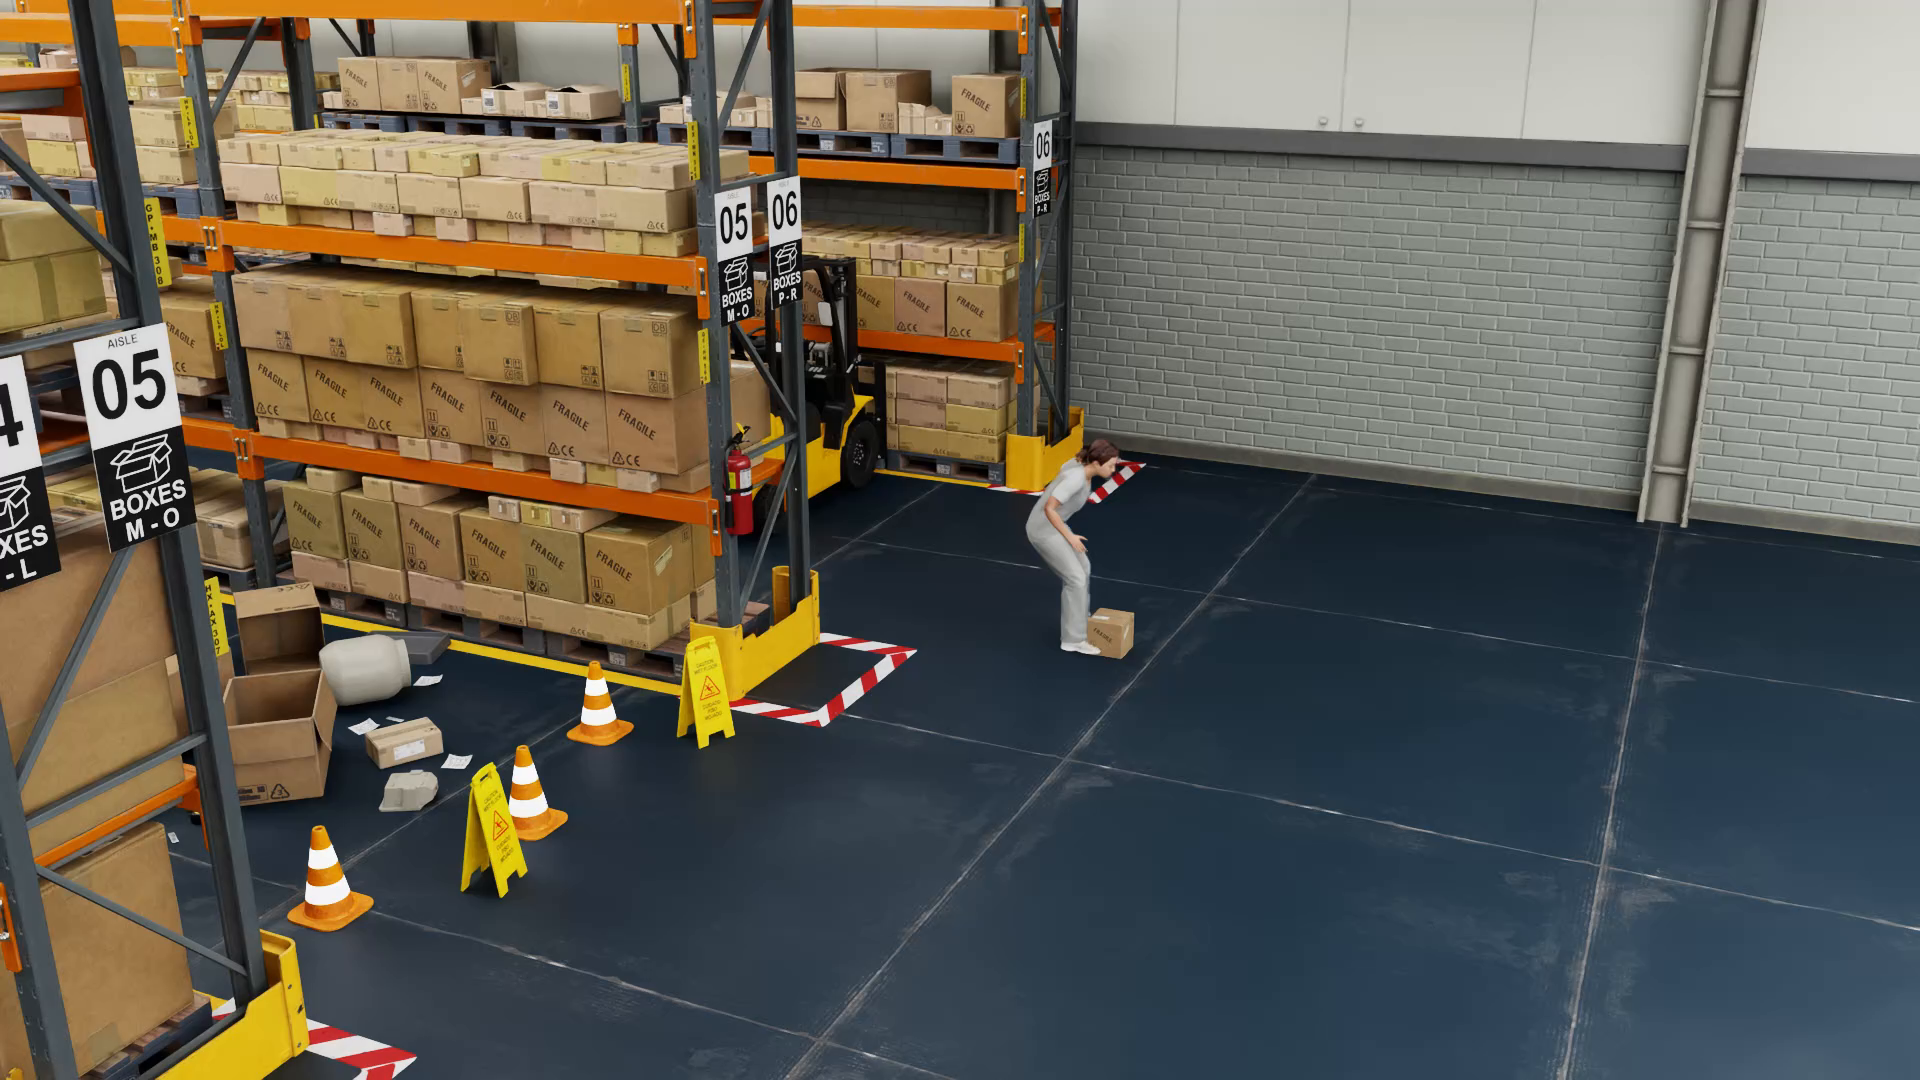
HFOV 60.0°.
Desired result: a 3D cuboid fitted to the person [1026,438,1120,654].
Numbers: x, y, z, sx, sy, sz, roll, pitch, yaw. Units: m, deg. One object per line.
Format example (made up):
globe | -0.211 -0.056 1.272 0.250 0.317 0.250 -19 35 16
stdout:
person | 0.765 0.006 11.331 0.626 1.499 0.651 5 20 15
